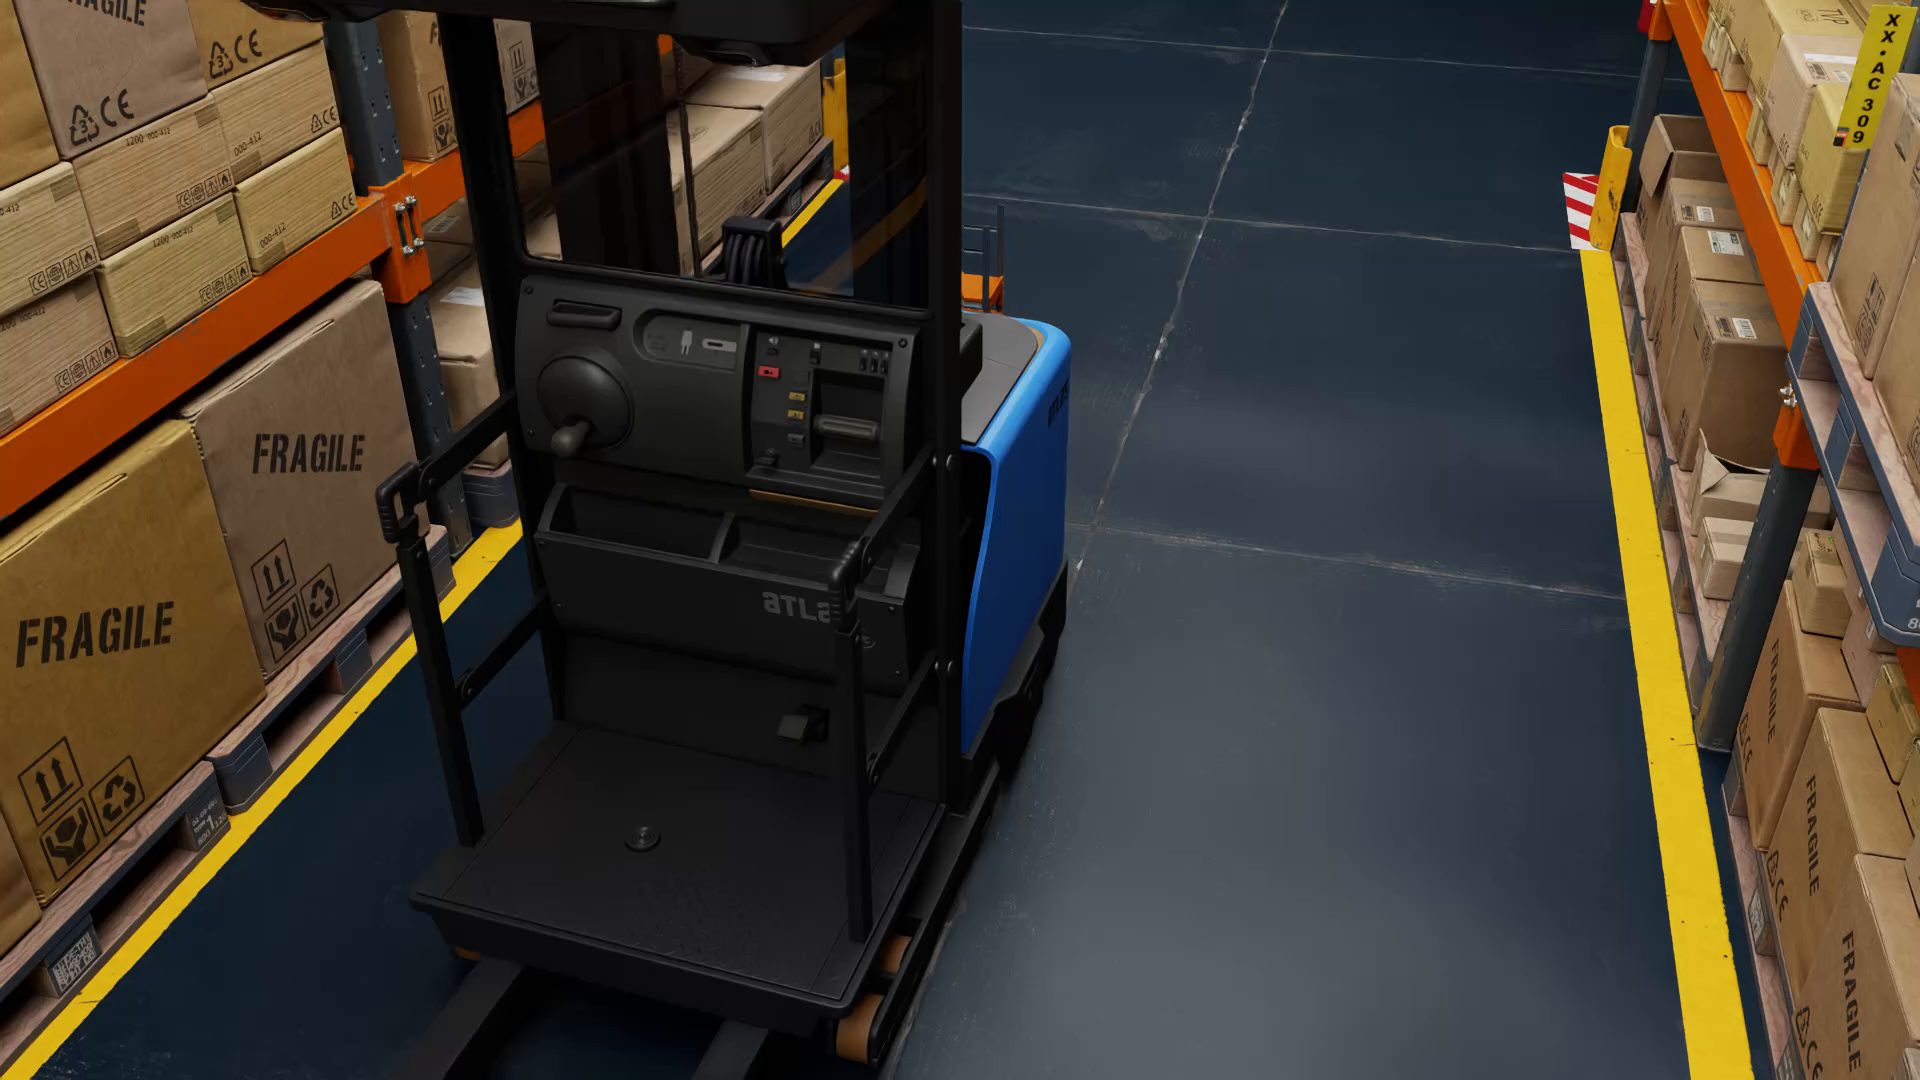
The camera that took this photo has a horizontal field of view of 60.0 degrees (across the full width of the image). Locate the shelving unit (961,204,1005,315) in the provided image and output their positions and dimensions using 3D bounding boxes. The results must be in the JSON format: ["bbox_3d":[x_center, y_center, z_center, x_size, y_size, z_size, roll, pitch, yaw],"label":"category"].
[{"bbox_3d":[-0.004,-0.499,5.416,0.258,1.200,0.189,8,33,12],"label":"shelving unit"}]

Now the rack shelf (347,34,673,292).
[{"bbox_3d":[-1.669,-2.031,6.819,1.077,0.370,4.000,8,33,12],"label":"rack shelf"}]

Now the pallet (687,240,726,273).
[{"bbox_3d":[-1.601,-1.139,7.344,1.003,0.211,1.213,8,33,12],"label":"pallet"}]

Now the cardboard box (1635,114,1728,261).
[{"bbox_3d":[3.393,-1.518,7.277,0.797,0.503,0.637,7,33,10],"label":"cardboard box"}]

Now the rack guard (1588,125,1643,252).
[{"bbox_3d":[3.621,-1.604,7.807,1.175,0.500,0.348,8,33,12],"label":"rack guard"}]

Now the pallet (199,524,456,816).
[{"bbox_3d":[-2.300,0.291,5.096,1.003,0.211,1.213,8,33,12],"label":"pallet"}]

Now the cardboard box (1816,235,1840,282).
[{"bbox_3d":[2.462,-0.716,4.315,0.380,0.149,0.250,8,33,13],"label":"cardboard box"}]

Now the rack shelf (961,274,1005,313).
[{"bbox_3d":[-0.004,-0.765,5.247,0.258,0.103,0.180,8,33,12],"label":"rack shelf"}]

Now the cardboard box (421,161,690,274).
[{"bbox_3d":[-1.687,-1.168,6.789,0.875,0.438,0.875,7,33,11],"label":"cardboard box"}]

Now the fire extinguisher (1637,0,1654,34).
[{"bbox_3d":[3.231,-2.648,7.538,0.296,0.674,0.183,8,33,12],"label":"fire extinguisher"}]

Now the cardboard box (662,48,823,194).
[{"bbox_3d":[-1.233,-2.112,8.273,0.875,0.438,0.875,7,33,11],"label":"cardboard box"}]

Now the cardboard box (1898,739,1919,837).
[{"bbox_3d":[2.171,0.564,3.400,0.380,0.149,0.250,7,33,12],"label":"cardboard box"}]

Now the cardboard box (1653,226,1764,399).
[{"bbox_3d":[2.908,-0.817,6.178,0.500,0.500,0.500,9,33,13],"label":"cardboard box"}]

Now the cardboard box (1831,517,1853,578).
[{"bbox_3d":[2.335,0.014,3.989,0.380,0.149,0.250,7,33,12],"label":"cardboard box"}]

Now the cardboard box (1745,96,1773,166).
[{"bbox_3d":[2.680,-1.261,5.173,0.380,0.149,0.250,8,33,12],"label":"cardboard box"}]

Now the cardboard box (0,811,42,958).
[{"bbox_3d":[-2.706,0.689,3.459,0.875,0.875,0.875,8,33,13],"label":"cardboard box"}]

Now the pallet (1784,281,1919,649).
[{"bbox_3d":[2.317,-0.142,3.356,1.003,0.211,1.213,8,33,12],"label":"pallet"}]

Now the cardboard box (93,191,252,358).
[{"bbox_3d":[-2.177,-0.702,4.198,0.500,0.250,0.500,8,33,12],"label":"cardboard box"}]

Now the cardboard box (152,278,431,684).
[{"bbox_3d":[-2.257,-0.244,4.928,0.875,0.875,0.875,9,34,14],"label":"cardboard box"}]

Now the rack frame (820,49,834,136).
[{"bbox_3d":[-1.162,-3.372,8.259,1.000,3.000,0.127,8,33,12],"label":"rack frame"}]

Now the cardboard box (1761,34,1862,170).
[{"bbox_3d":[2.631,-1.244,4.774,0.500,0.250,0.500,8,33,13],"label":"cardboard box"}]

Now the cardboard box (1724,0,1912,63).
[{"bbox_3d":[2.902,-1.768,5.598,0.500,0.250,0.500,7,33,11],"label":"cardboard box"}]

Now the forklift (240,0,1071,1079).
[{"bbox_3d":[-0.609,-0.273,3.447,1.130,2.935,3.031,10,34,15],"label":"forklift"}]

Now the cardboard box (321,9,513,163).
[{"bbox_3d":[-1.805,-1.547,5.294,0.500,0.500,0.500,9,34,14],"label":"cardboard box"}]

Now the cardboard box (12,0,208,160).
[{"bbox_3d":[-2.172,-1.225,3.856,0.500,0.500,0.500,9,33,13],"label":"cardboard box"}]

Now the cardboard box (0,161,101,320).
[{"bbox_3d":[-2.299,-0.652,3.654,0.500,0.250,0.500,9,33,14],"label":"cardboard box"}]

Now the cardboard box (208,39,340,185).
[{"bbox_3d":[-2.054,-1.182,4.488,0.500,0.250,0.500,8,33,12],"label":"cardboard box"}]

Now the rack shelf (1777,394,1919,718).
[{"bbox_3d":[2.118,0.719,2.494,1.077,0.370,4.000,8,33,12],"label":"rack shelf"}]

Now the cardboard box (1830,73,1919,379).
[{"bbox_3d":[2.286,-0.621,3.447,0.700,0.500,0.500,9,34,14],"label":"cardboard box"}]

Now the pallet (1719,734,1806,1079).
[{"bbox_3d":[2.455,0.981,4.010,1.003,0.211,1.213,8,33,12],"label":"pallet"}]

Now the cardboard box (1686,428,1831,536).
[{"bbox_3d":[2.573,-0.160,5.363,0.396,0.266,0.258,9,34,14],"label":"cardboard box"}]

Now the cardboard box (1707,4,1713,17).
[{"bbox_3d":[3.115,-2.057,6.424,0.380,0.149,0.250,9,34,14],"label":"cardboard box"}]

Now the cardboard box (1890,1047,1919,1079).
[{"bbox_3d":[1.891,1.280,2.879,0.500,0.500,0.500,7,33,11],"label":"cardboard box"}]

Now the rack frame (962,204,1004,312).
[{"bbox_3d":[0.020,-0.546,5.491,0.240,1.200,0.006,8,33,12],"label":"rack frame"}]

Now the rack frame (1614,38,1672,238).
[{"bbox_3d":[3.640,-2.698,7.199,1.000,3.000,0.127,8,33,12],"label":"rack frame"}]

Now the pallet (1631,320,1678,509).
[{"bbox_3d":[3.108,-0.437,6.241,1.003,0.211,1.213,8,33,12],"label":"pallet"}]

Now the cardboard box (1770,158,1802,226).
[{"bbox_3d":[2.550,-0.993,4.750,0.380,0.149,0.250,9,34,14],"label":"cardboard box"}]

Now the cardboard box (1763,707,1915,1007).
[{"bbox_3d":[2.159,0.753,3.708,0.500,0.500,0.500,8,33,12],"label":"cardboard box"}]

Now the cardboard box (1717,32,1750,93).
[{"bbox_3d":[2.869,-1.658,5.796,0.380,0.149,0.250,9,33,13],"label":"cardboard box"}]

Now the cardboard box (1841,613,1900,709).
[{"bbox_3d":[2.281,0.285,3.839,0.380,0.149,0.250,7,33,11],"label":"cardboard box"}]
